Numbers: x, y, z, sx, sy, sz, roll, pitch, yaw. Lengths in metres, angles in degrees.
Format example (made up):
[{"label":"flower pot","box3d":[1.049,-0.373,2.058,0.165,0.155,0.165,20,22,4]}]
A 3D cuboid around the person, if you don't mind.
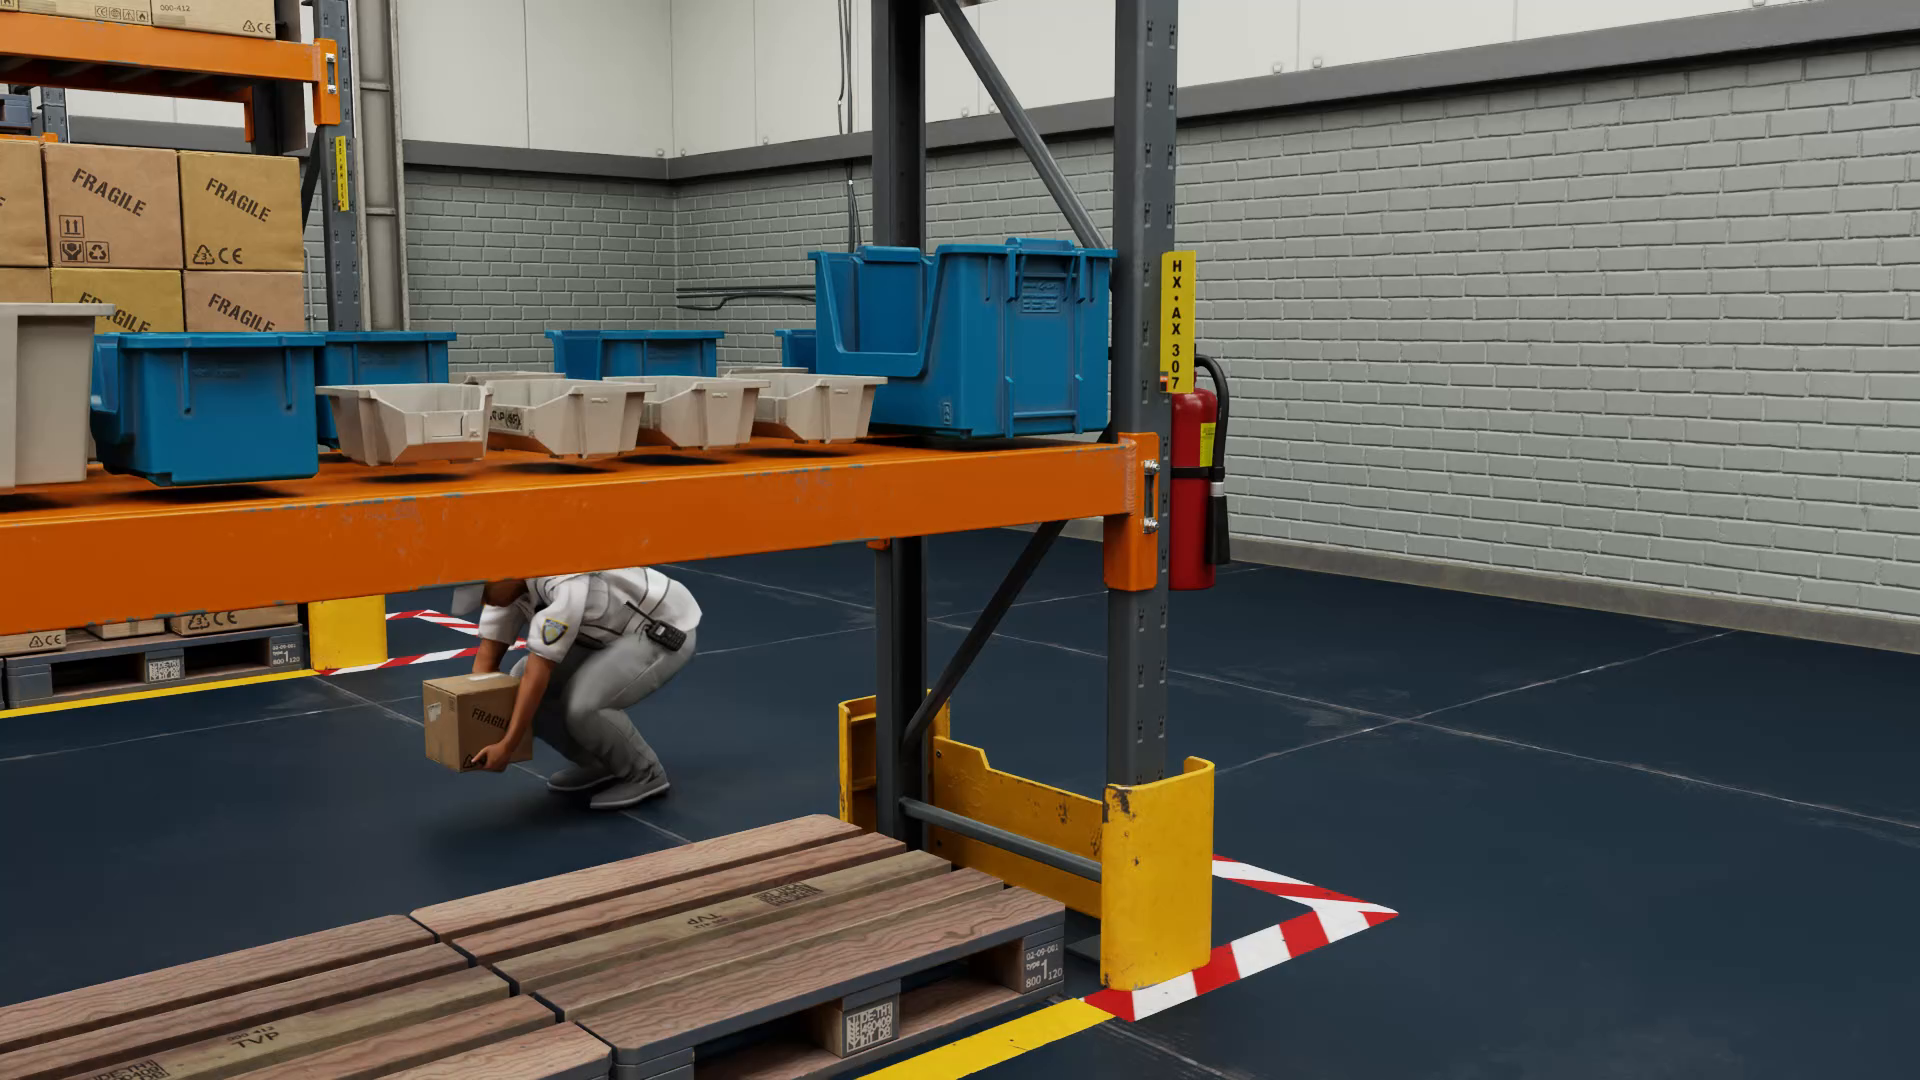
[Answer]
[{"label":"person","box3d":[-1.278,0.405,5.495,0.883,0.948,0.513,-7,10,-42]}]
